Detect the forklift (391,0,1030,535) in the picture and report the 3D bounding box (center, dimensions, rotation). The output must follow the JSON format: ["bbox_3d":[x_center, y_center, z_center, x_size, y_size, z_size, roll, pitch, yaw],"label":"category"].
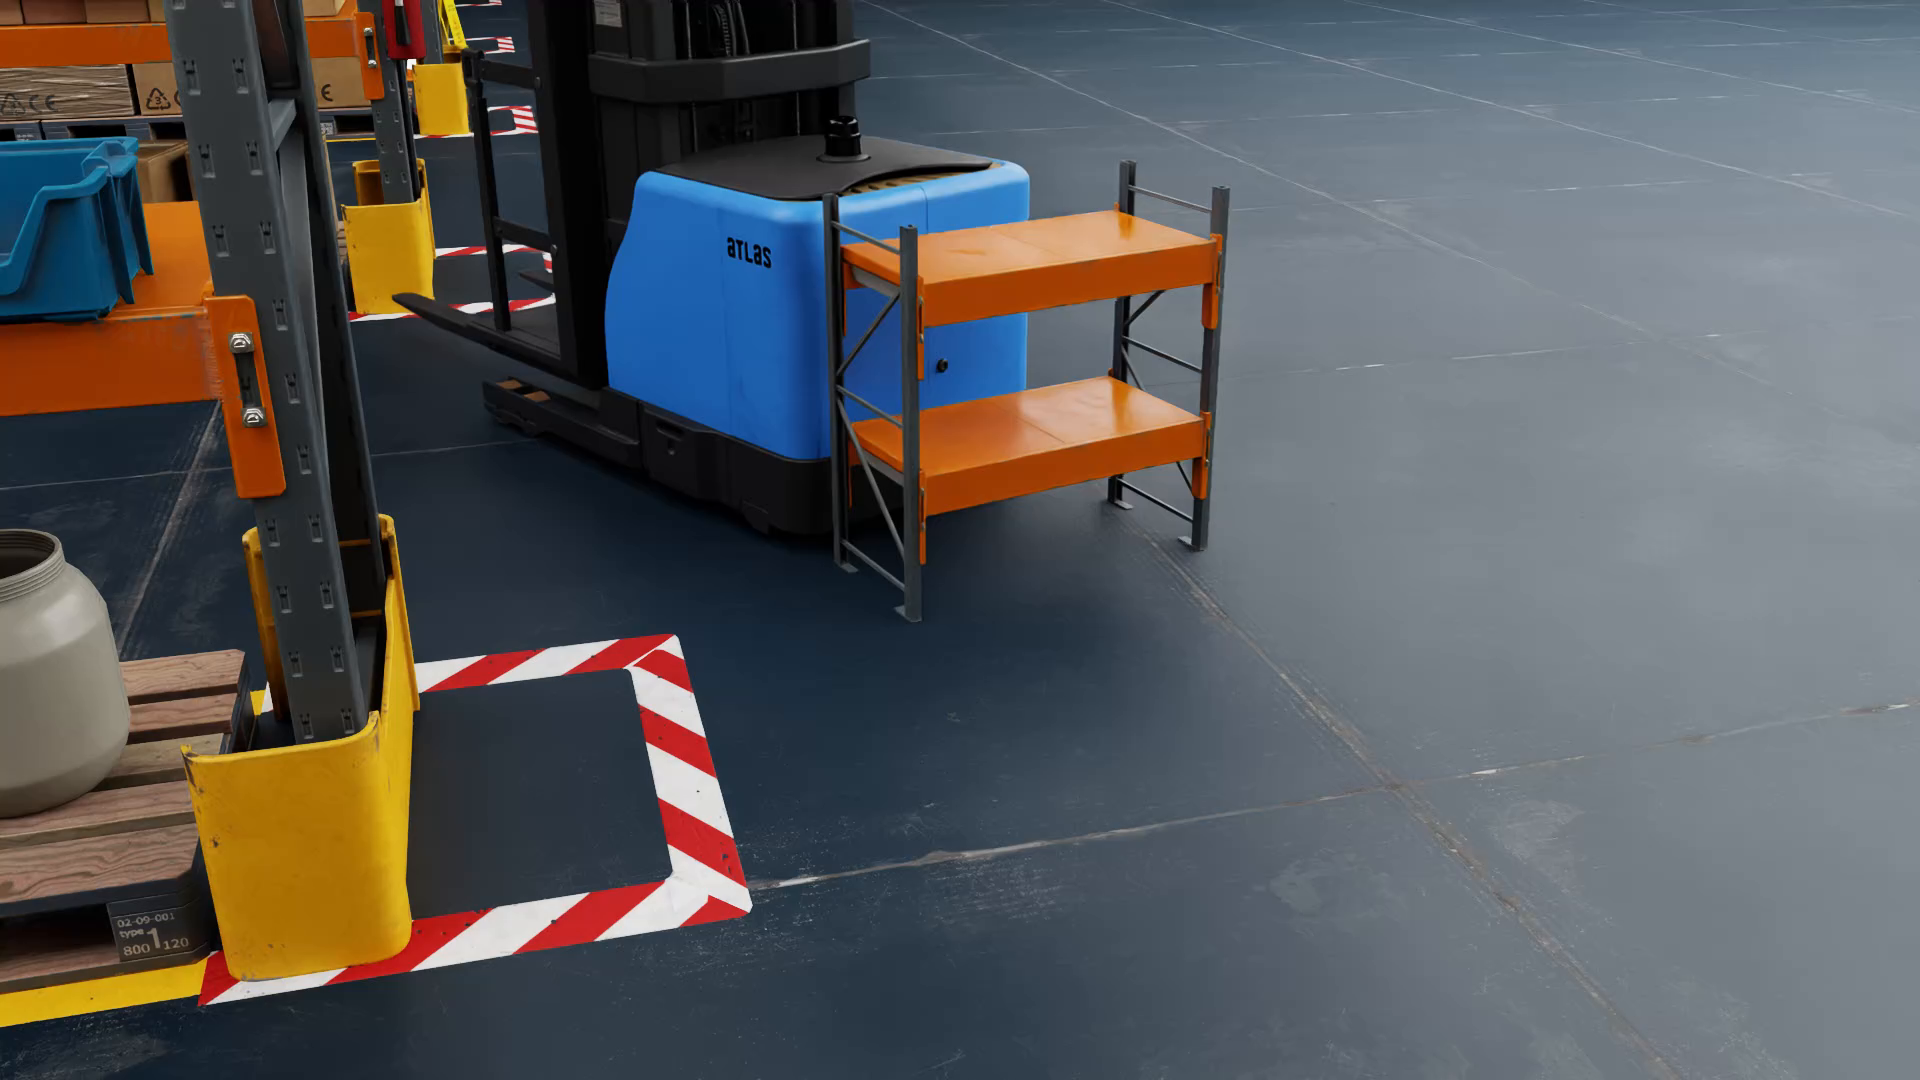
[{"bbox_3d":[-1.146,-1.852,5.848,1.130,2.935,3.031,-21,31,-40],"label":"forklift"}]

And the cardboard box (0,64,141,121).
[{"bbox_3d":[-6.301,-3.479,11.717,0.875,0.875,0.875,-6,24,-14],"label":"cardboard box"}]

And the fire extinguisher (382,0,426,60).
[{"bbox_3d":[-2.464,-2.459,7.275,0.183,0.674,0.296,-6,24,-14],"label":"fire extinguisher"}]

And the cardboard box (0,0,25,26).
[{"bbox_3d":[-4.116,-2.294,7.110,0.250,0.149,0.380,-6,24,-14],"label":"cardboard box"}]

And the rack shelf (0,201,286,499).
[{"bbox_3d":[-3.286,-0.233,2.902,4.000,0.370,1.077,-6,24,-14],"label":"rack shelf"}]

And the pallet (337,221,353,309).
[{"bbox_3d":[-3.563,-1.295,7.999,1.213,0.211,1.003,-6,24,-14],"label":"pallet"}]

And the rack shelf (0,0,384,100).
[{"bbox_3d":[-4.624,-2.114,7.284,4.000,0.370,1.077,-6,24,-14],"label":"rack shelf"}]

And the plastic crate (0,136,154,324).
[{"bbox_3d":[-1.761,-0.542,2.897,0.616,0.251,0.499,-6,24,-14],"label":"plastic crate"}]

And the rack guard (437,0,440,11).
[{"bbox_3d":[-5.448,-5.263,16.881,0.348,0.500,1.175,-6,24,-14],"label":"rack guard"}]

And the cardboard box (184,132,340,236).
[{"bbox_3d":[-3.304,-1.641,7.909,0.500,0.500,0.500,-2,23,-5],"label":"cardboard box"}]

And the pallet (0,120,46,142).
[{"bbox_3d":[-7.039,-2.895,11.729,1.213,0.211,1.003,-6,24,-14],"label":"pallet"}]

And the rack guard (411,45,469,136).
[{"bbox_3d":[-3.918,-3.405,12.551,0.348,0.500,1.175,-6,24,-14],"label":"rack guard"}]

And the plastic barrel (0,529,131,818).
[{"bbox_3d":[-1.973,0.273,3.433,0.421,0.512,0.421,0,23,0],"label":"plastic barrel"}]

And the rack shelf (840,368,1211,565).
[{"bbox_3d":[0.192,-0.244,5.011,1.000,0.278,0.538,-13,26,-28],"label":"rack shelf"}]

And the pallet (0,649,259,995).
[{"bbox_3d":[-2.204,0.615,3.549,1.213,0.211,1.003,-6,24,-14],"label":"pallet"}]

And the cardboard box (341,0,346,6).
[{"bbox_3d":[-3.037,-2.602,7.828,0.250,0.149,0.380,-6,24,-14],"label":"cardboard box"}]

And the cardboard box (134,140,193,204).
[{"bbox_3d":[-3.870,-1.565,7.730,0.500,0.500,0.500,0,23,0],"label":"cardboard box"}]

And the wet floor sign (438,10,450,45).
[{"bbox_3d":[-4.448,-4.224,14.276,0.232,0.644,0.267,-11,25,-23],"label":"wet floor sign"}]

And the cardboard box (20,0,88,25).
[{"bbox_3d":[-3.881,-2.329,7.192,0.250,0.149,0.380,-6,24,-14],"label":"cardboard box"}]

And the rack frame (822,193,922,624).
[{"bbox_3d":[-0.247,-0.368,4.680,0.032,1.125,0.500,-13,26,-28],"label":"rack frame"}]

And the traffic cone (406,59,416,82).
[{"bbox_3d":[-4.813,-4.333,14.762,0.334,0.463,0.336,-6,24,-14],"label":"traffic cone"}]

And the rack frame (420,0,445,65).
[{"bbox_3d":[-3.941,-4.551,12.052,0.127,3.000,1.000,-6,24,-14],"label":"rack frame"}]

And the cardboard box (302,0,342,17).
[{"bbox_3d":[-2.917,-2.433,7.435,0.250,0.149,0.380,-6,24,-14],"label":"cardboard box"}]

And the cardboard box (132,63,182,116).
[{"bbox_3d":[-5.422,-3.576,11.942,0.875,0.875,0.875,-7,24,-15],"label":"cardboard box"}]

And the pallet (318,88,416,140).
[{"bbox_3d":[-4.689,-3.155,12.335,1.213,0.211,1.003,-6,24,-14],"label":"pallet"}]

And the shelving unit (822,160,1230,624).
[{"bbox_3d":[0.192,-0.468,4.915,1.048,1.125,0.538,-13,26,-28],"label":"shelving unit"}]

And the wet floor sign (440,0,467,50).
[{"bbox_3d":[-4.903,-4.952,15.972,0.232,0.644,0.267,2,23,4],"label":"wet floor sign"}]

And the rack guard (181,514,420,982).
[{"bbox_3d":[-1.421,0.398,3.689,0.348,0.500,1.175,-6,24,-14],"label":"rack guard"}]

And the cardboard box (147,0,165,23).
[{"bbox_3d":[-3.385,-2.360,7.266,0.250,0.149,0.380,-6,24,-14],"label":"cardboard box"}]

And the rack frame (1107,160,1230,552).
[{"bbox_3d":[0.632,-0.569,5.150,0.032,1.125,0.500,-13,26,-28],"label":"rack frame"}]

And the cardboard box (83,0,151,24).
[{"bbox_3d":[-3.629,-2.340,7.217,0.250,0.149,0.380,-6,24,-14],"label":"cardboard box"}]

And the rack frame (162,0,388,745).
[{"bbox_3d":[-1.360,-0.777,3.256,0.127,3.000,1.000,-6,24,-14],"label":"rack frame"}]

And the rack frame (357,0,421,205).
[{"bbox_3d":[-2.698,-2.657,7.639,0.127,3.000,1.000,-6,24,-14],"label":"rack frame"}]

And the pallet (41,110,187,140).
[{"bbox_3d":[-5.862,-3.026,12.035,1.213,0.211,1.003,-6,24,-14],"label":"pallet"}]

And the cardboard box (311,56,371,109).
[{"bbox_3d":[-4.576,-3.670,12.162,0.875,0.875,0.875,-6,24,-14],"label":"cardboard box"}]

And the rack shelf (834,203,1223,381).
[{"bbox_3d":[0.192,-0.737,4.799,1.000,0.278,0.538,-13,26,-28],"label":"rack shelf"}]

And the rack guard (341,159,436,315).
[{"bbox_3d":[-2.771,-1.500,8.113,0.348,0.500,1.175,-6,24,-14],"label":"rack guard"}]
